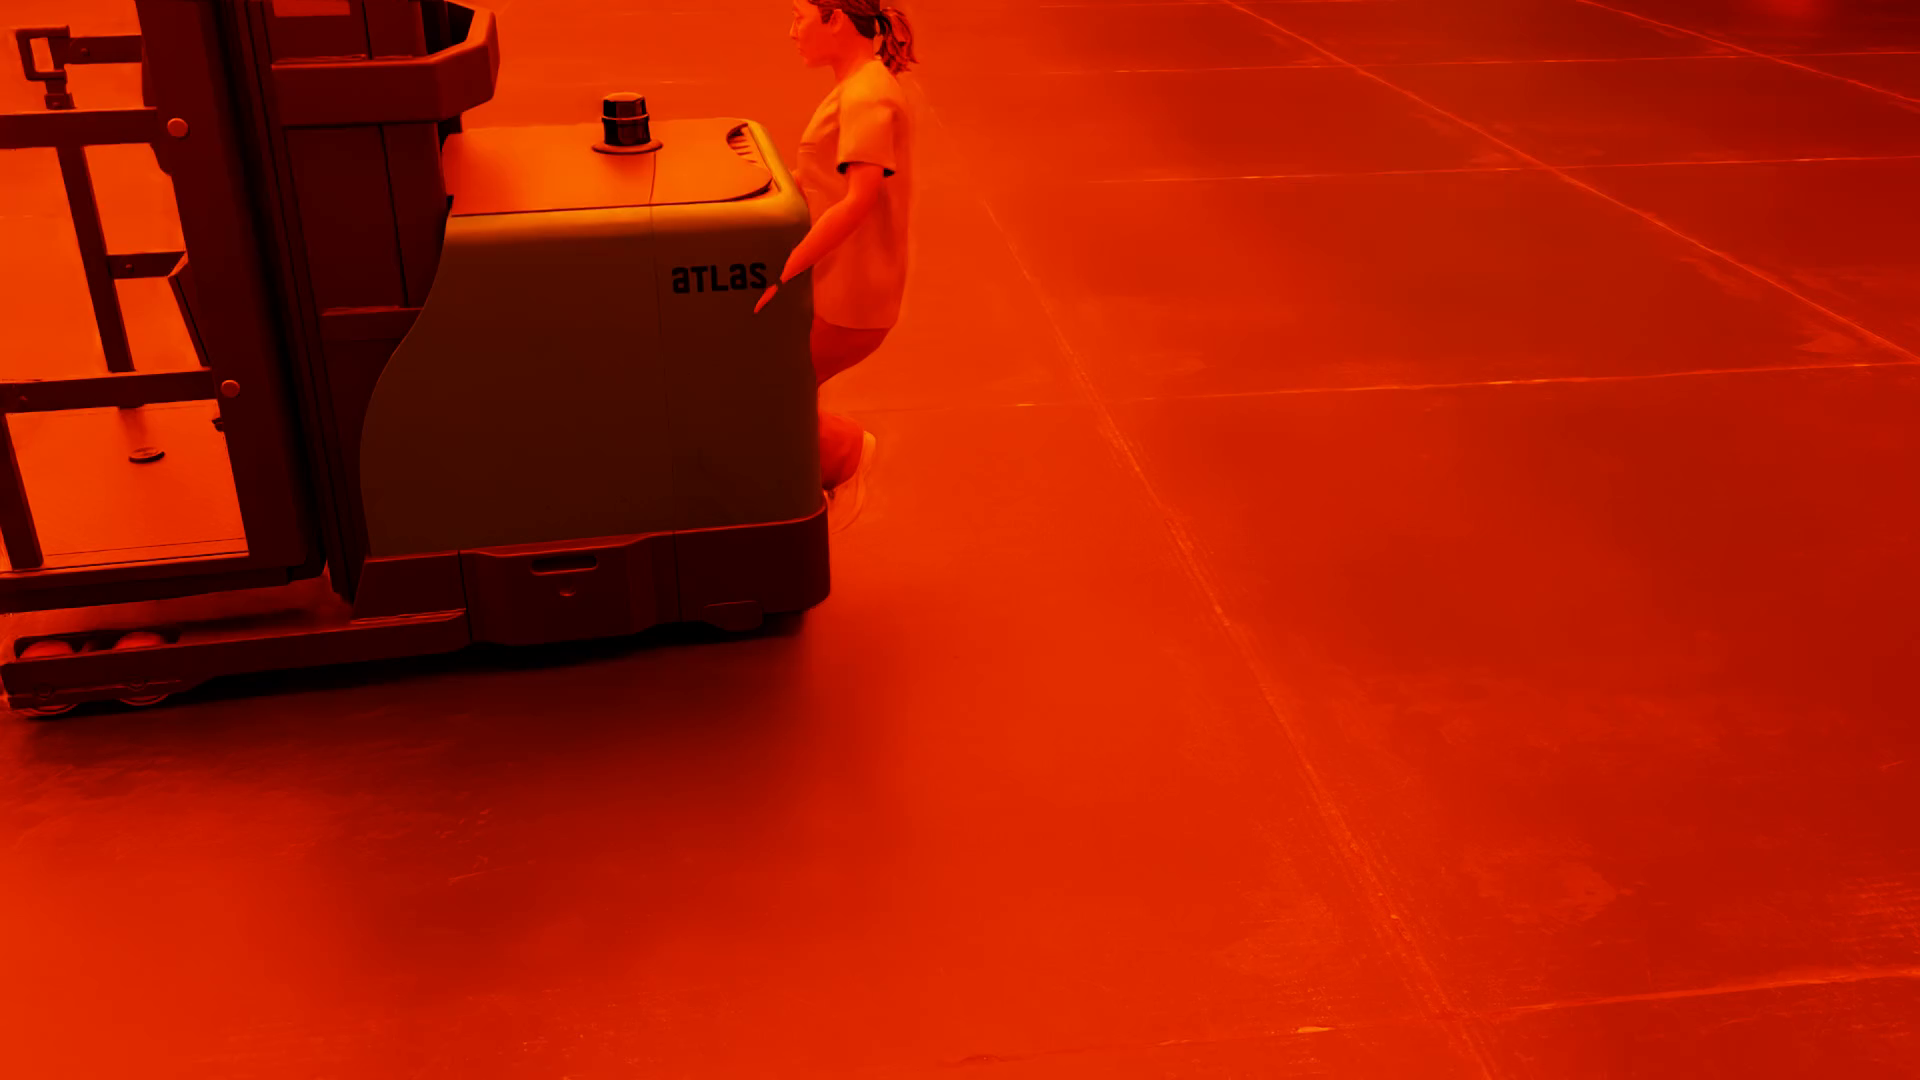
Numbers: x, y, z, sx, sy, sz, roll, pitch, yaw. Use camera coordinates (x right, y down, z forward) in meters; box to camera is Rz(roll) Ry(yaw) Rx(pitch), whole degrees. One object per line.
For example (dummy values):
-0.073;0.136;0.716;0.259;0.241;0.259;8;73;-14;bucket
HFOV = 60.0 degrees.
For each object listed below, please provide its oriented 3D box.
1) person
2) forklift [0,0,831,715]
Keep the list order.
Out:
-0.403;-0.701;4.064;0.640;1.400;0.742;-1;26;-1;person
-1.897;-1.174;3.665;3.031;2.935;1.130;-5;26;-11;forklift
